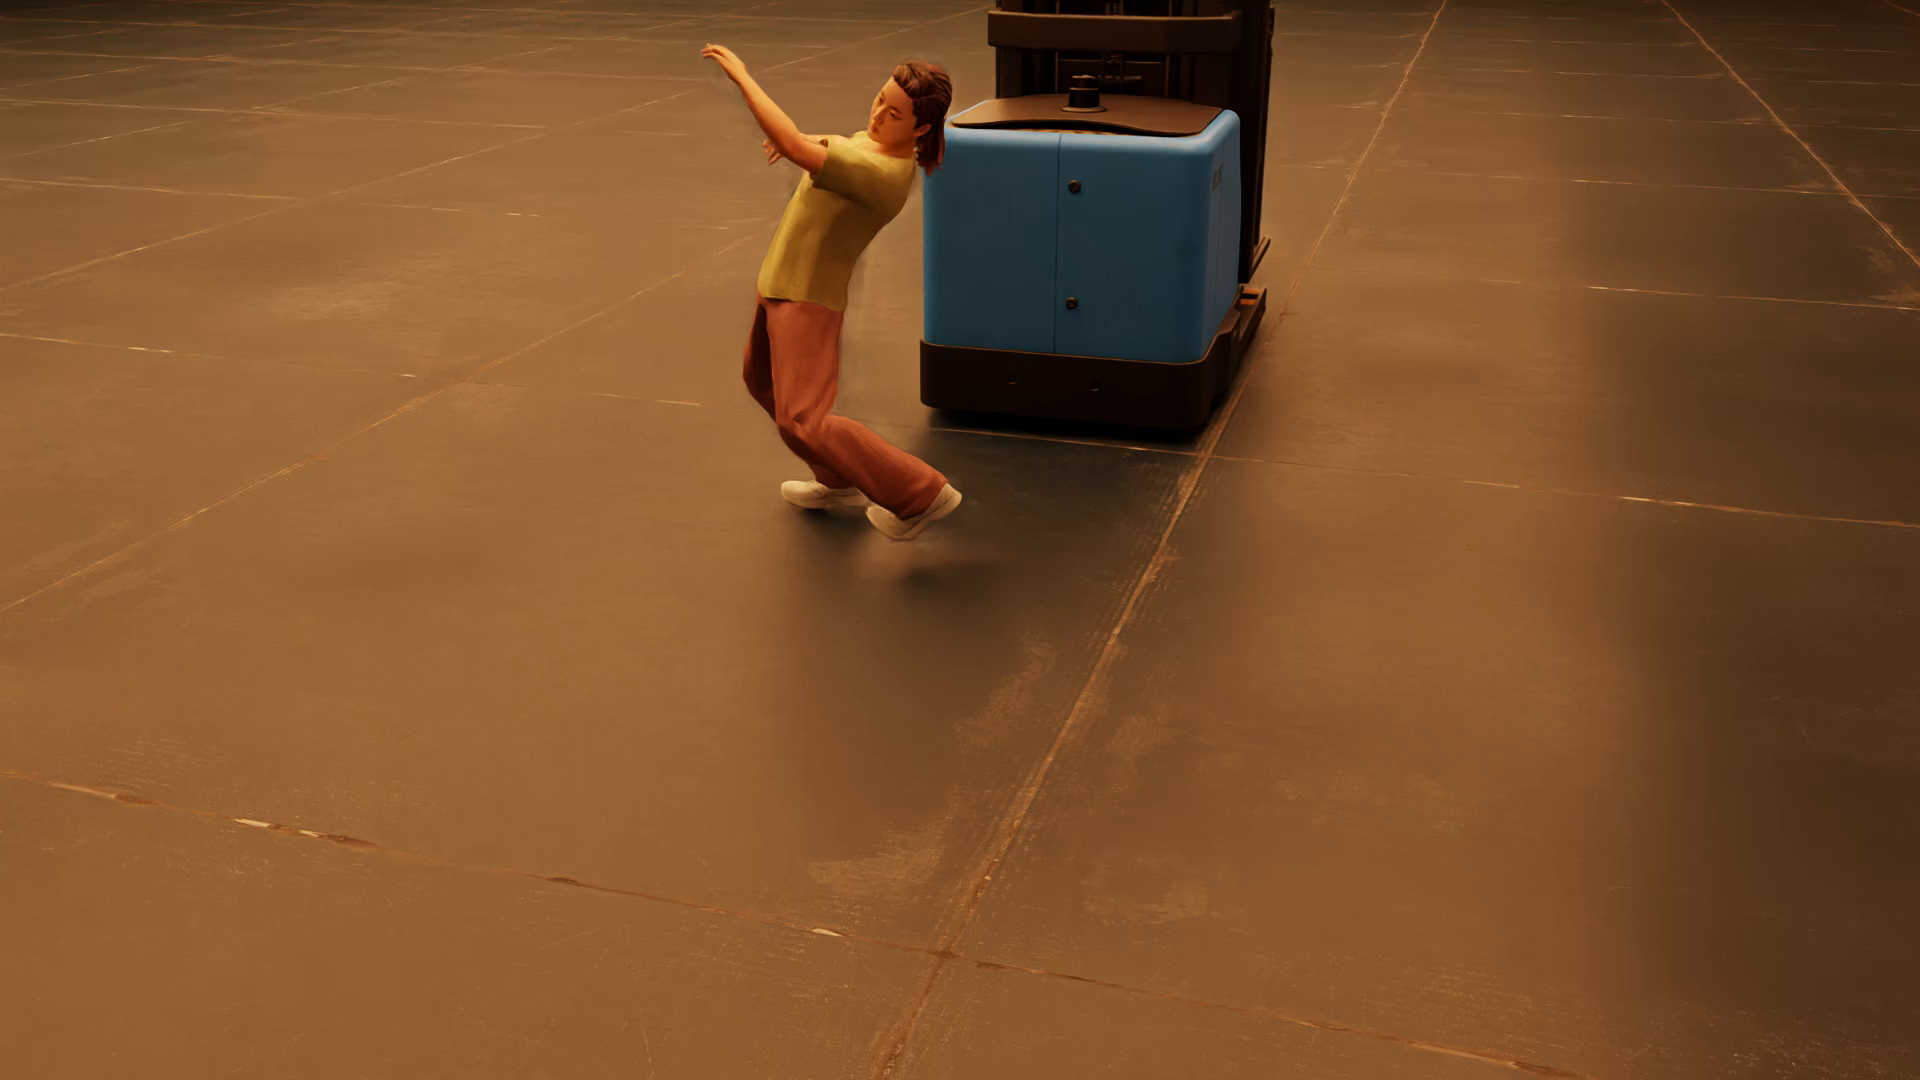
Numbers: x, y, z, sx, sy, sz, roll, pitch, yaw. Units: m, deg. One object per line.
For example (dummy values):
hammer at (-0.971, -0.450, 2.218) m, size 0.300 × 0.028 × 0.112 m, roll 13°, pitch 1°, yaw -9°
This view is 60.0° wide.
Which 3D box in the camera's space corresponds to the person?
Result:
person at (-0.414, -0.768, 5.036) m, size 0.682 × 1.461 × 1.008 m, roll -5°, pitch 23°, yaw -12°

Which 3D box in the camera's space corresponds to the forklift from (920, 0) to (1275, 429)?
forklift at (0.750, -2.280, 6.802) m, size 1.130 × 2.935 × 3.031 m, roll 6°, pitch 23°, yaw 15°
